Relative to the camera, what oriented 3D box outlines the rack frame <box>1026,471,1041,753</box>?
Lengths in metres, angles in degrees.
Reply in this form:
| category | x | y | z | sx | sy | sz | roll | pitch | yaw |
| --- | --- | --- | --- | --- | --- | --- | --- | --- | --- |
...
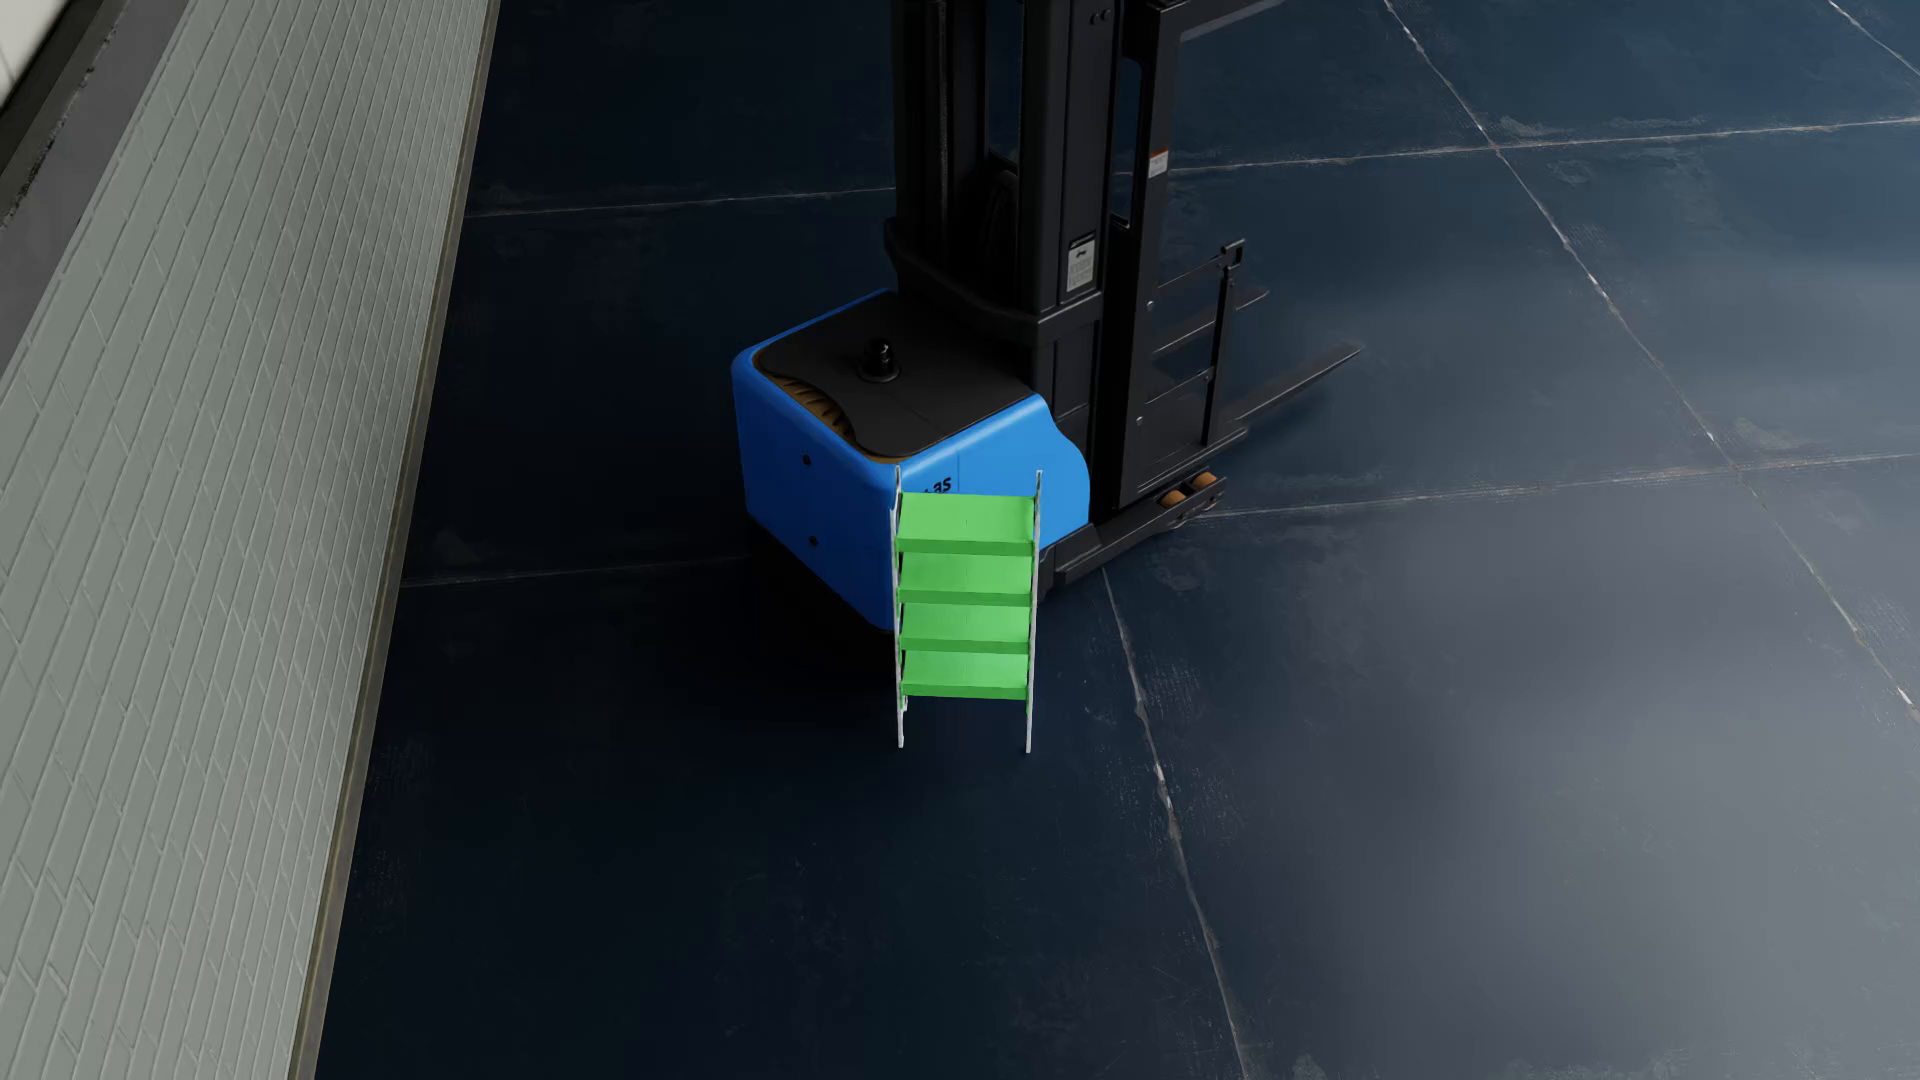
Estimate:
| category | x | y | z | sx | sy | sz | roll | pitch | yaw |
| --- | --- | --- | --- | --- | --- | --- | --- | --- | --- |
| rack frame | 0.266 | 0.287 | 6.036 | 0.015 | 1.200 | 0.240 | 2 | 42 | 2 |

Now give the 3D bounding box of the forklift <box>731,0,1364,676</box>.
| category | x | y | z | sx | sy | sz | roll | pitch | yaw |
| --- | --- | --- | --- | --- | --- | --- | --- | --- | --- |
| forklift | 0.554 | -1.385 | 6.597 | 3.031 | 2.935 | 1.130 | -29 | 49 | -28 |

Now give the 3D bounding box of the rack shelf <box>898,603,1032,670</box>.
| category | x | y | z | sx | sy | sz | roll | pitch | yaw |
| --- | --- | --- | --- | --- | --- | --- | --- | --- | --- |
| rack shelf | 0.023 | 0.325 | 6.089 | 0.480 | 0.148 | 0.258 | 2 | 42 | 2 |

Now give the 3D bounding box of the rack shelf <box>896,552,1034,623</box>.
| category | x | y | z | sx | sy | sz | roll | pitch | yaw |
| --- | --- | --- | --- | --- | --- | --- | --- | --- | --- |
| rack shelf | 0.023 | 0.147 | 5.928 | 0.480 | 0.148 | 0.258 | 2 | 42 | 2 |

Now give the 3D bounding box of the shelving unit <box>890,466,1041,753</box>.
| category | x | y | z | sx | sy | sz | roll | pitch | yaw |
| --- | --- | --- | --- | --- | --- | --- | --- | --- | --- |
| shelving unit | 0.023 | 0.278 | 6.046 | 0.503 | 1.200 | 0.258 | 2 | 42 | 2 |

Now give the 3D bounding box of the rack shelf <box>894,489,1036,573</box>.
| category | x | y | z | sx | sy | sz | roll | pitch | yaw |
| --- | --- | --- | --- | --- | --- | --- | --- | --- | --- |
| rack shelf | 0.023 | -0.031 | 5.767 | 0.480 | 0.148 | 0.258 | 2 | 42 | 2 |

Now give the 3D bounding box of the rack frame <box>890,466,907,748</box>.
| category | x | y | z | sx | sy | sz | roll | pitch | yaw |
| --- | --- | --- | --- | --- | --- | --- | --- | --- | --- |
| rack frame | -0.221 | 0.269 | 6.056 | 0.015 | 1.200 | 0.240 | 2 | 42 | 2 |

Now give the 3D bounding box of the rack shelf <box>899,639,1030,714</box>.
| category | x | y | z | sx | sy | sz | roll | pitch | yaw |
| --- | --- | --- | --- | --- | --- | --- | --- | --- | --- |
| rack shelf | 0.023 | 0.504 | 6.250 | 0.480 | 0.148 | 0.258 | 2 | 42 | 2 |
